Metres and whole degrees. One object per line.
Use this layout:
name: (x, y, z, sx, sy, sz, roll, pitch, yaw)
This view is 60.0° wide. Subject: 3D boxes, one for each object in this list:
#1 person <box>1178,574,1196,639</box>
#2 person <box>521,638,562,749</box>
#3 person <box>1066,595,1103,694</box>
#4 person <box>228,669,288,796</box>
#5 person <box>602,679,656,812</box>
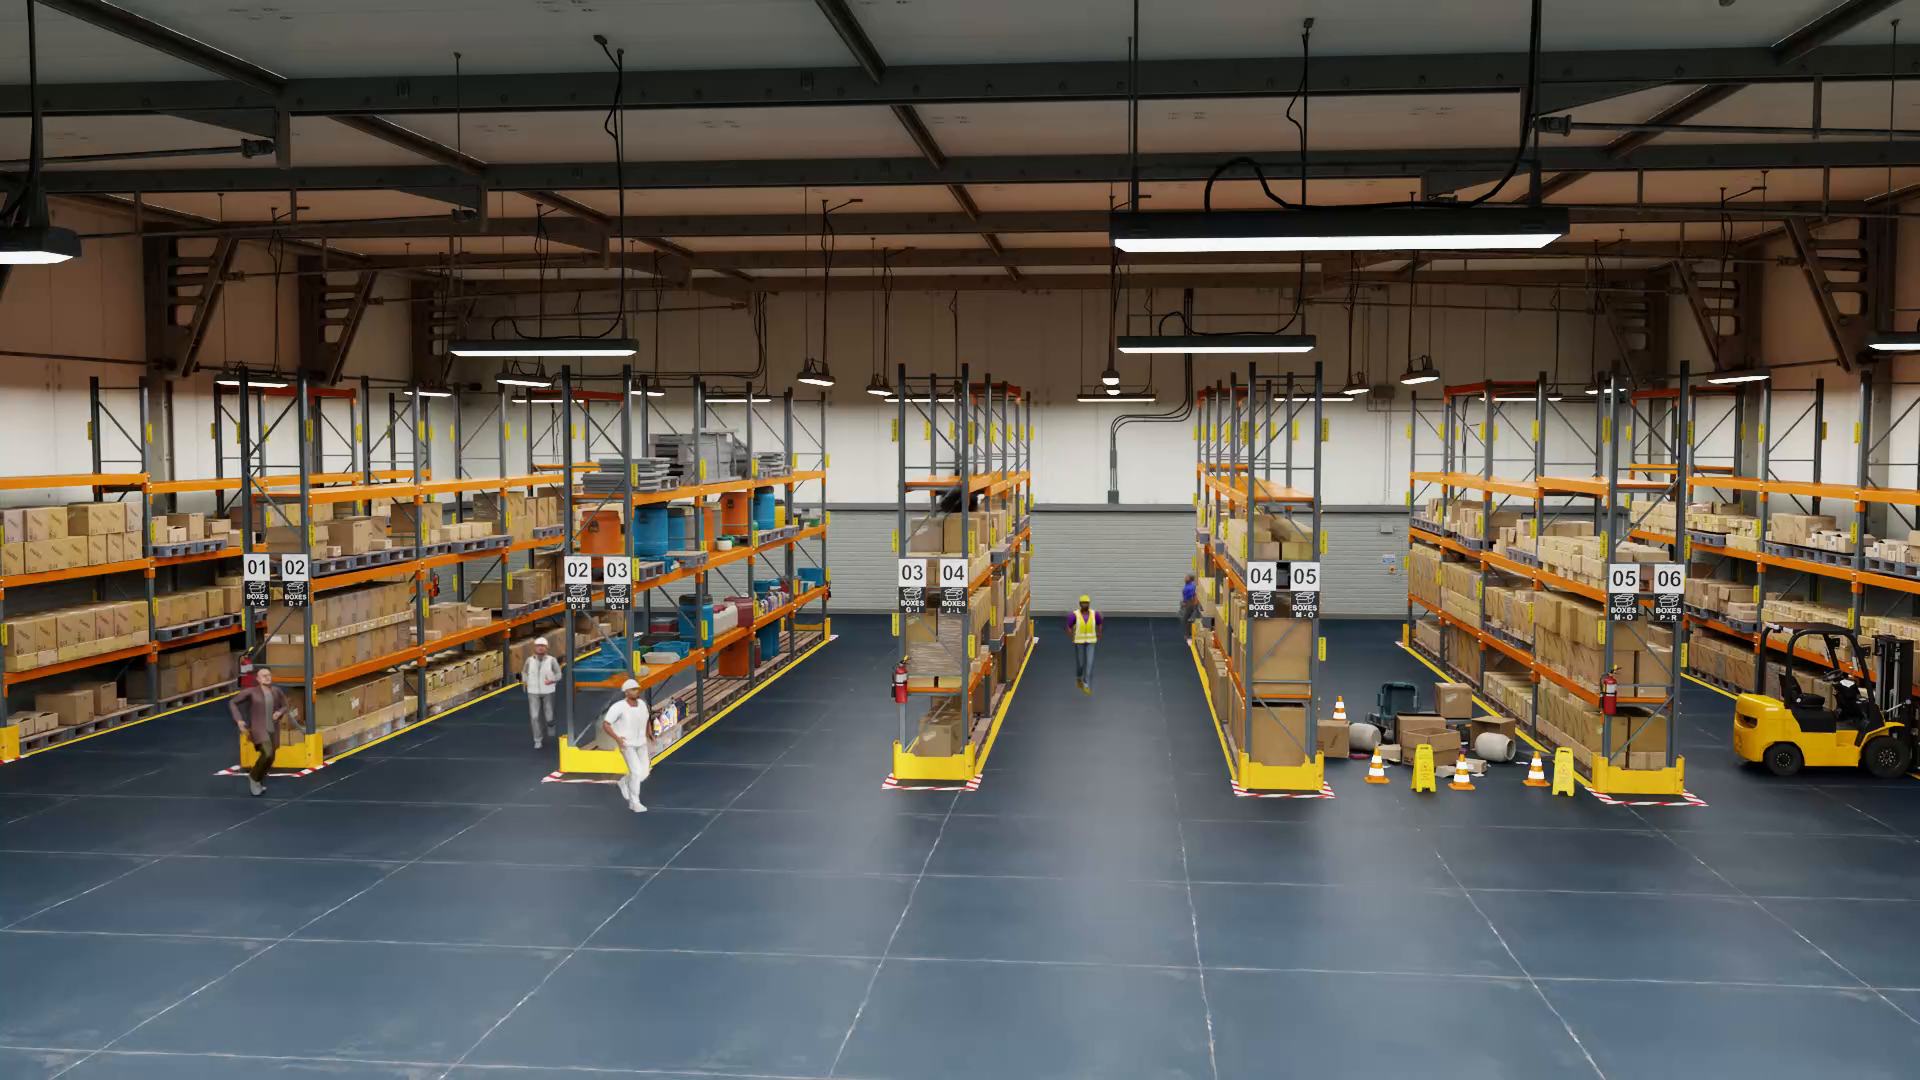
person: (5.585, 1.641, 40.440, 0.545, 1.639, 0.575, -1, 4, -16)
person: (-6.695, 2.429, 26.584, 0.668, 1.739, 0.803, 0, 4, -6)
person: (2.288, 1.898, 30.400, 0.699, 1.773, 0.768, 0, 4, -3)
person: (-9.631, 2.651, 23.015, 0.658, 1.737, 0.698, 2, 4, 32)
person: (-4.409, 2.714, 22.121, 0.670, 1.738, 0.726, 3, 5, 39)
